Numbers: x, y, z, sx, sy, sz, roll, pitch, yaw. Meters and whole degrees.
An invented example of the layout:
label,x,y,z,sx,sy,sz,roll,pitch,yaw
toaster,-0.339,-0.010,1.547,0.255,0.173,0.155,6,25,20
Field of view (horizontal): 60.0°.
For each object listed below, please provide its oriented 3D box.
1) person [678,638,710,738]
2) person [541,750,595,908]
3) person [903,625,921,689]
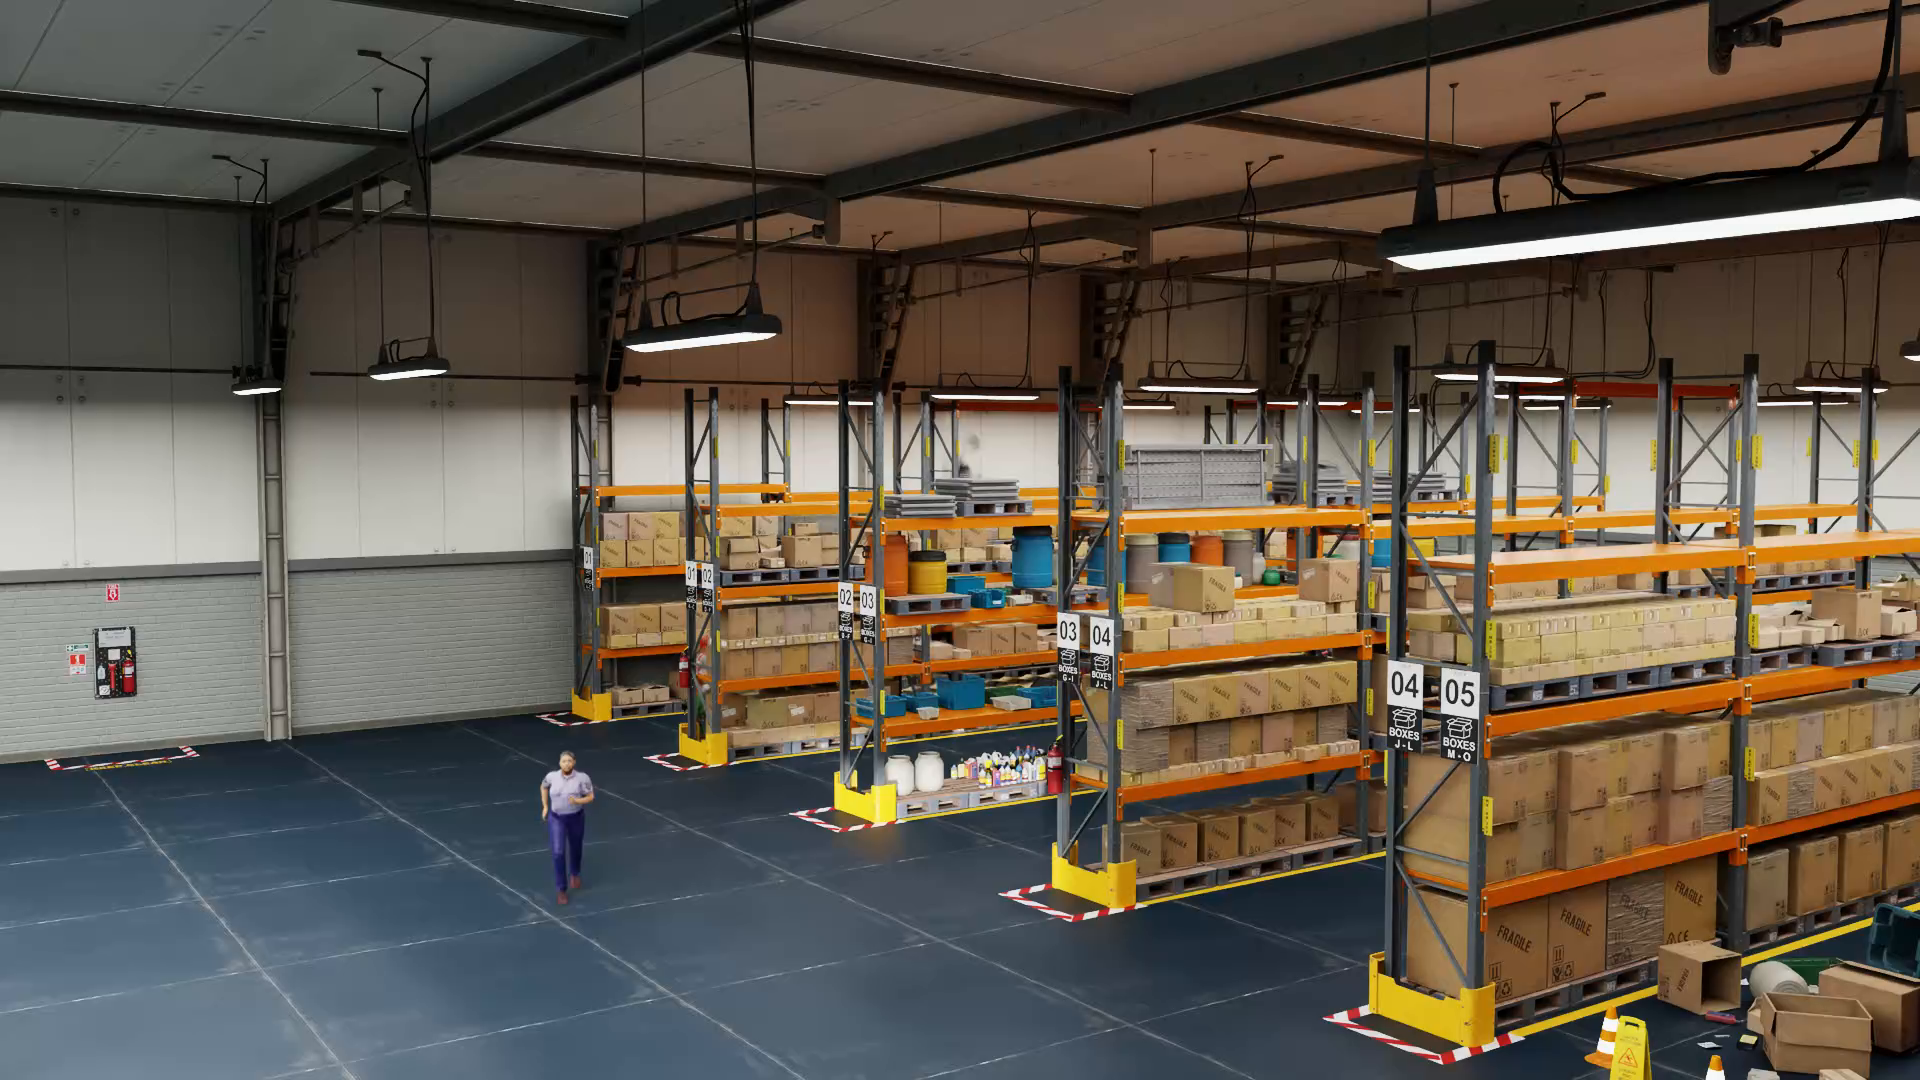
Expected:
label,x,y,z,sx,sy,sz,roll,pitch,yaw
person,-4.524,2.564,28.737,0.703,1.741,0.581,3,5,44
person,-4.422,3.203,18.764,0.580,1.694,0.855,-1,4,-14
person,-0.798,2.409,31.135,0.915,1.750,0.667,-3,4,-37
